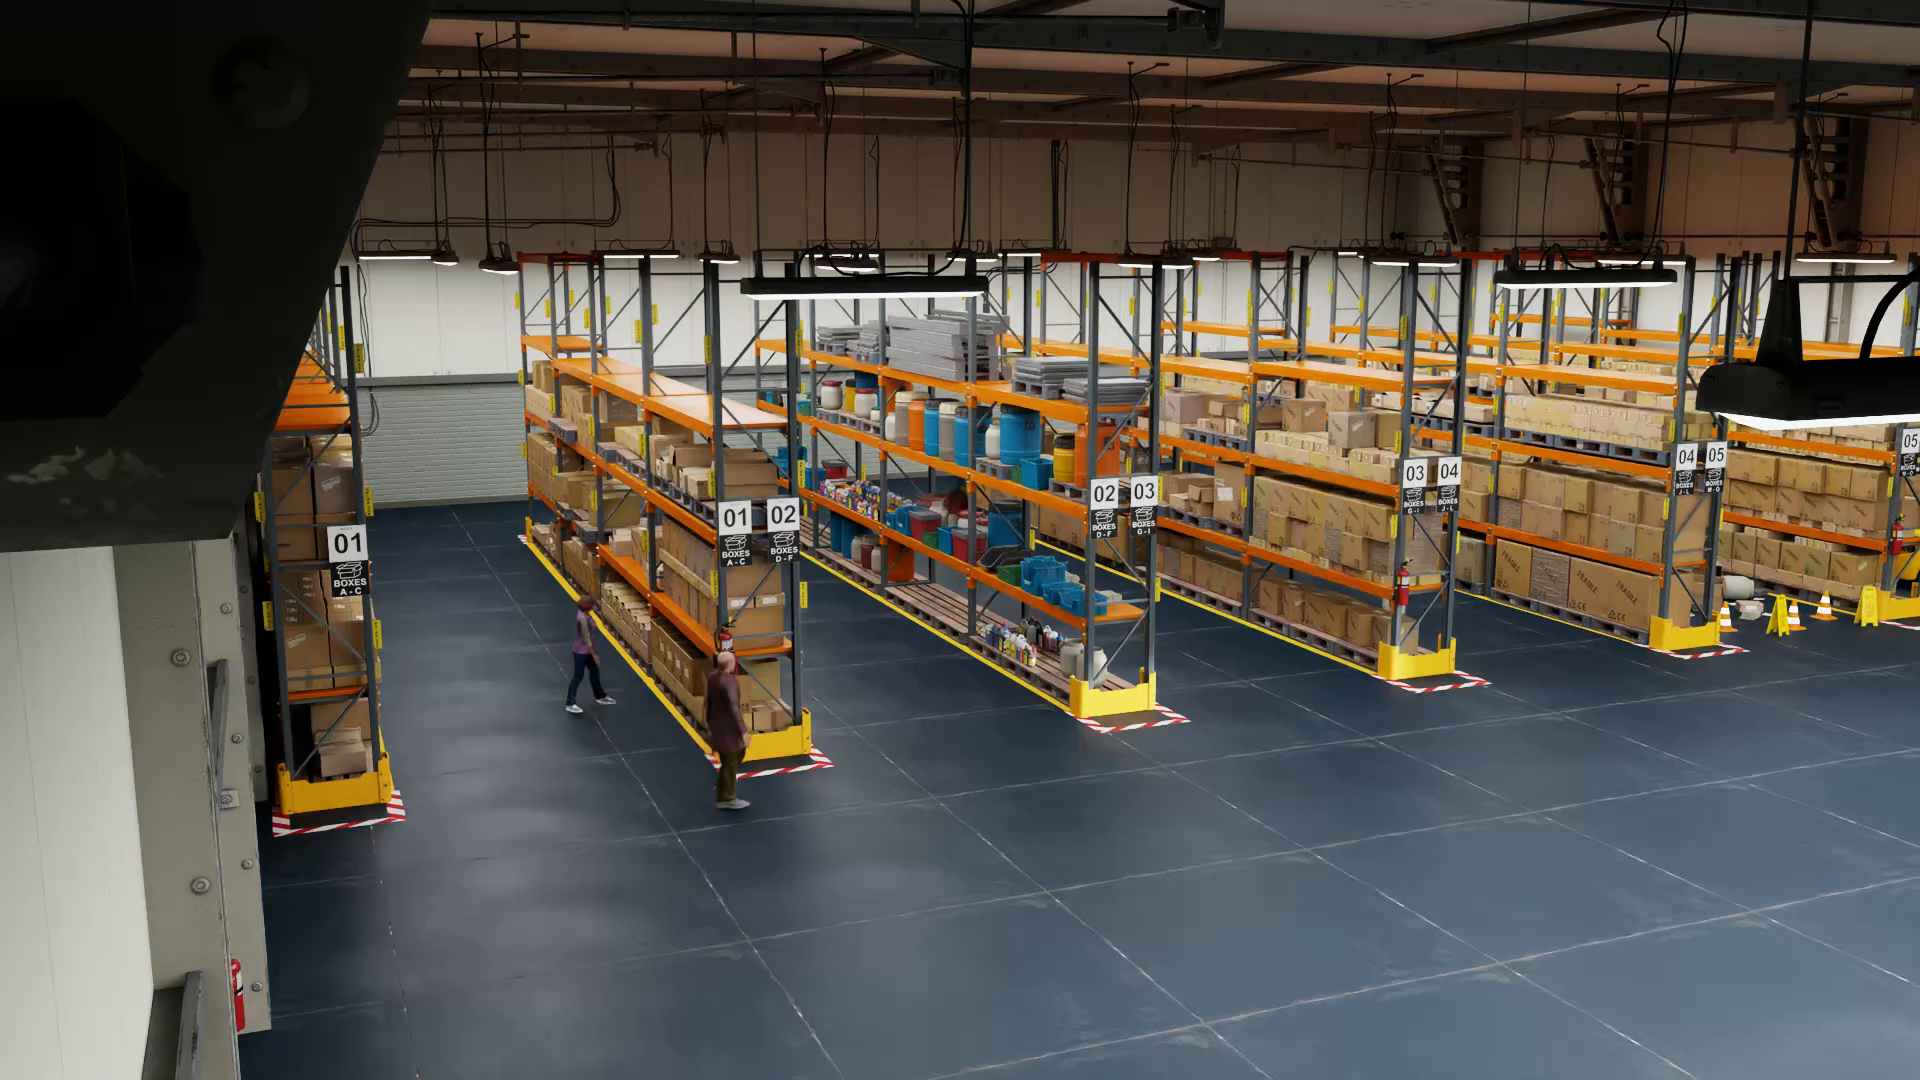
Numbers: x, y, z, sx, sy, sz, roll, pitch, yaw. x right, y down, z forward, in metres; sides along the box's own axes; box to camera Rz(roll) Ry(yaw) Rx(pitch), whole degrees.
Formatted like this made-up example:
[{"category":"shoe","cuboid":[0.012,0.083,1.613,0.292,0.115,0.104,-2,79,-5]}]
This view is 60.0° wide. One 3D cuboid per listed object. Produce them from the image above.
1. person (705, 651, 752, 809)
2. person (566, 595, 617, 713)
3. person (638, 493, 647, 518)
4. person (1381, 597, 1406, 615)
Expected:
[{"category":"person","cuboid":[-2.585,2.178,18.590,0.455,1.693,0.675,-3,11,-15]},{"category":"person","cuboid":[-5.008,1.503,22.394,0.614,1.585,0.574,0,10,-1]},{"category":"person","cuboid":[-7.010,-1.116,36.716,0.436,1.621,0.464,-2,11,-13]},{"category":"person","cuboid":[7.213,0.489,27.762,0.618,1.678,0.459,9,14,40]}]
